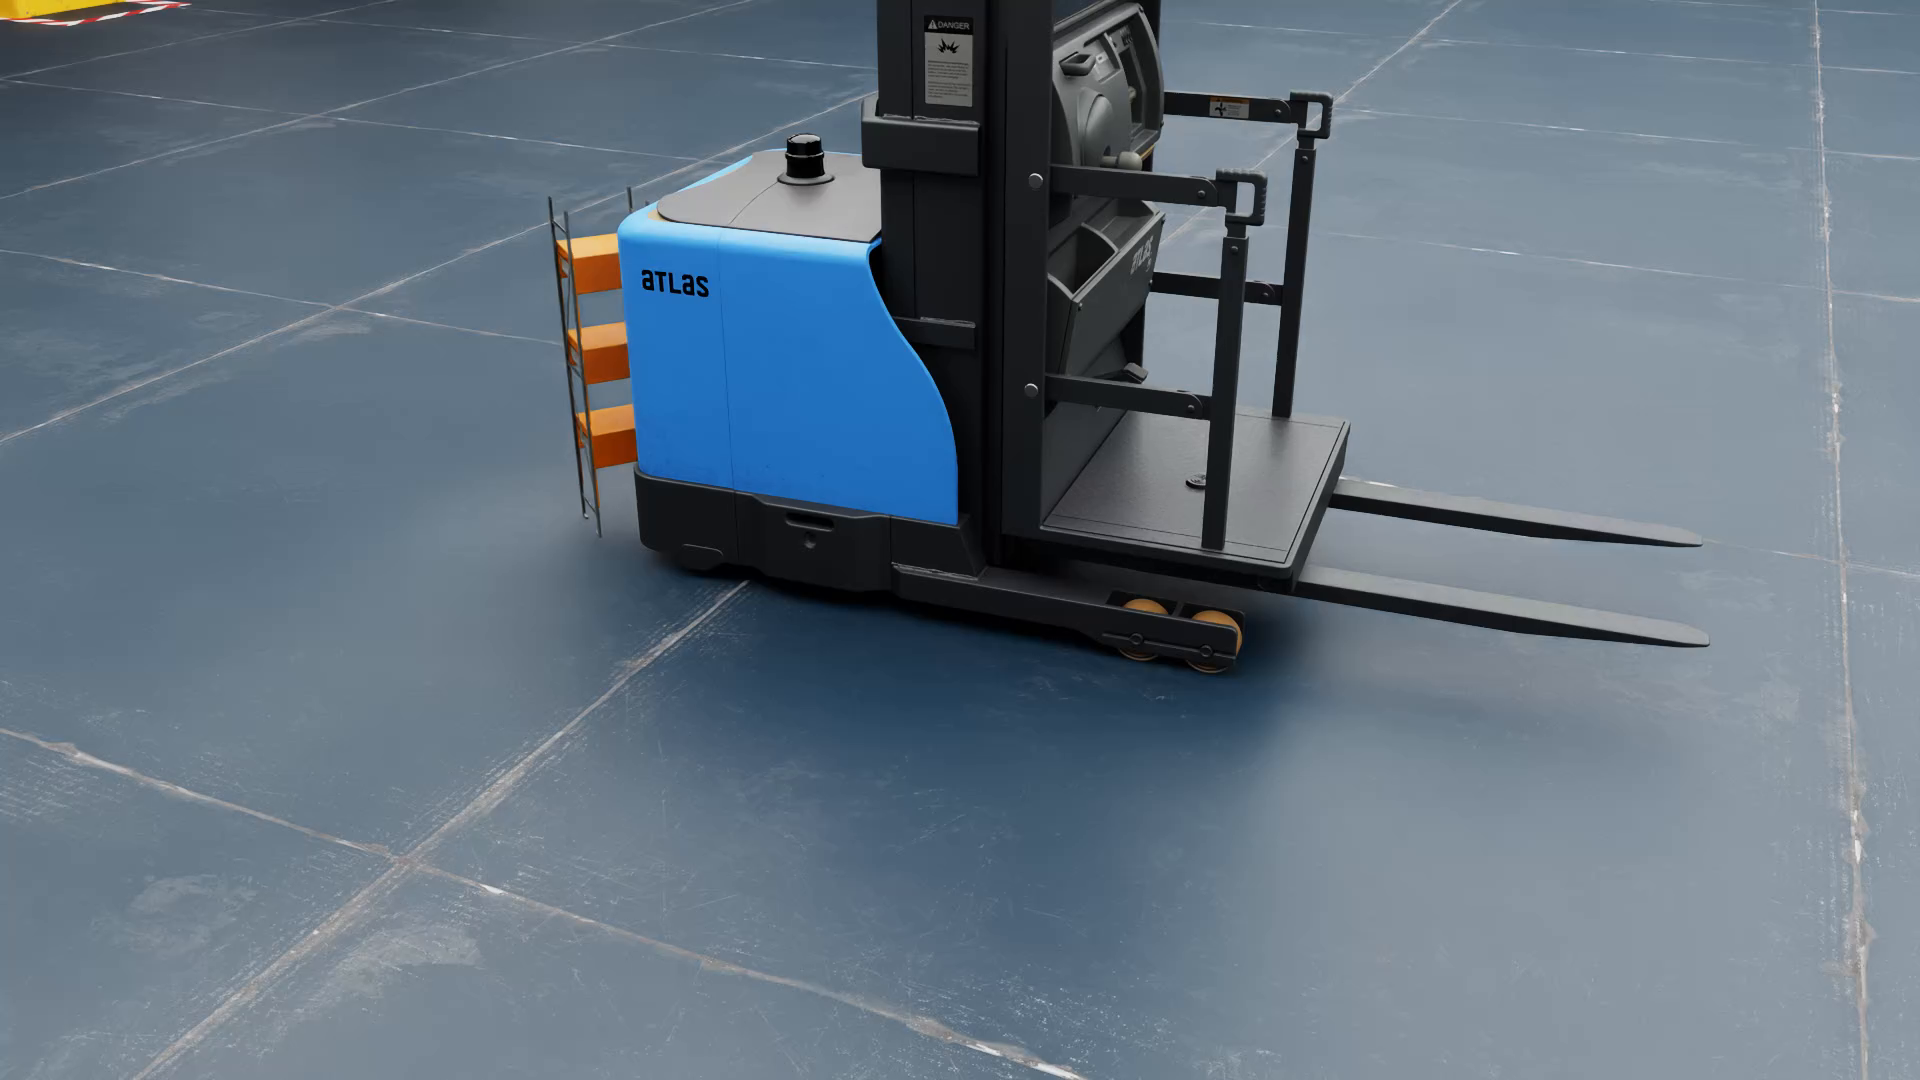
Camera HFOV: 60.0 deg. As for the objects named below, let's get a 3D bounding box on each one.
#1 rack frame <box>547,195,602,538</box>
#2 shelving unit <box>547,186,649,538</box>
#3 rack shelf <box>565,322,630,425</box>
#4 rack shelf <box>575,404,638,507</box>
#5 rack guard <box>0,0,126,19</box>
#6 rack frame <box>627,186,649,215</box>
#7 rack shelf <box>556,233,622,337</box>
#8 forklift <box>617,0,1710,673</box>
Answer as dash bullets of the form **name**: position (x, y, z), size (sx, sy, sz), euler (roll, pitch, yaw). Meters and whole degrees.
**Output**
- **rack frame**: position (-1.182, -0.517, 5.112), size (0.008, 1.050, 0.200), euler (-13, 29, -24)
- **shelving unit**: position (-1.074, -0.542, 5.162), size (0.252, 1.050, 0.215), euler (-13, 29, -24)
- **rack shelf**: position (-1.074, -0.532, 5.167), size (0.240, 0.259, 0.215), euler (-13, 29, -24)
- **rack shelf**: position (-1.074, -0.283, 5.289), size (0.240, 0.259, 0.215), euler (-13, 29, -24)
- **rack guard**: position (-8.083, -5.011, 14.861), size (0.348, 0.500, 1.175), euler (11, 28, 22)
- **rack frame**: position (-0.965, -0.566, 5.212), size (0.008, 1.050, 0.200), euler (-13, 29, -24)
- **rack shelf**: position (-1.074, -0.787, 5.041), size (0.240, 0.259, 0.215), euler (-13, 29, -24)
- **forklift**: position (0.591, -1.218, 4.407), size (3.031, 2.935, 1.130), euler (9, 28, 18)
